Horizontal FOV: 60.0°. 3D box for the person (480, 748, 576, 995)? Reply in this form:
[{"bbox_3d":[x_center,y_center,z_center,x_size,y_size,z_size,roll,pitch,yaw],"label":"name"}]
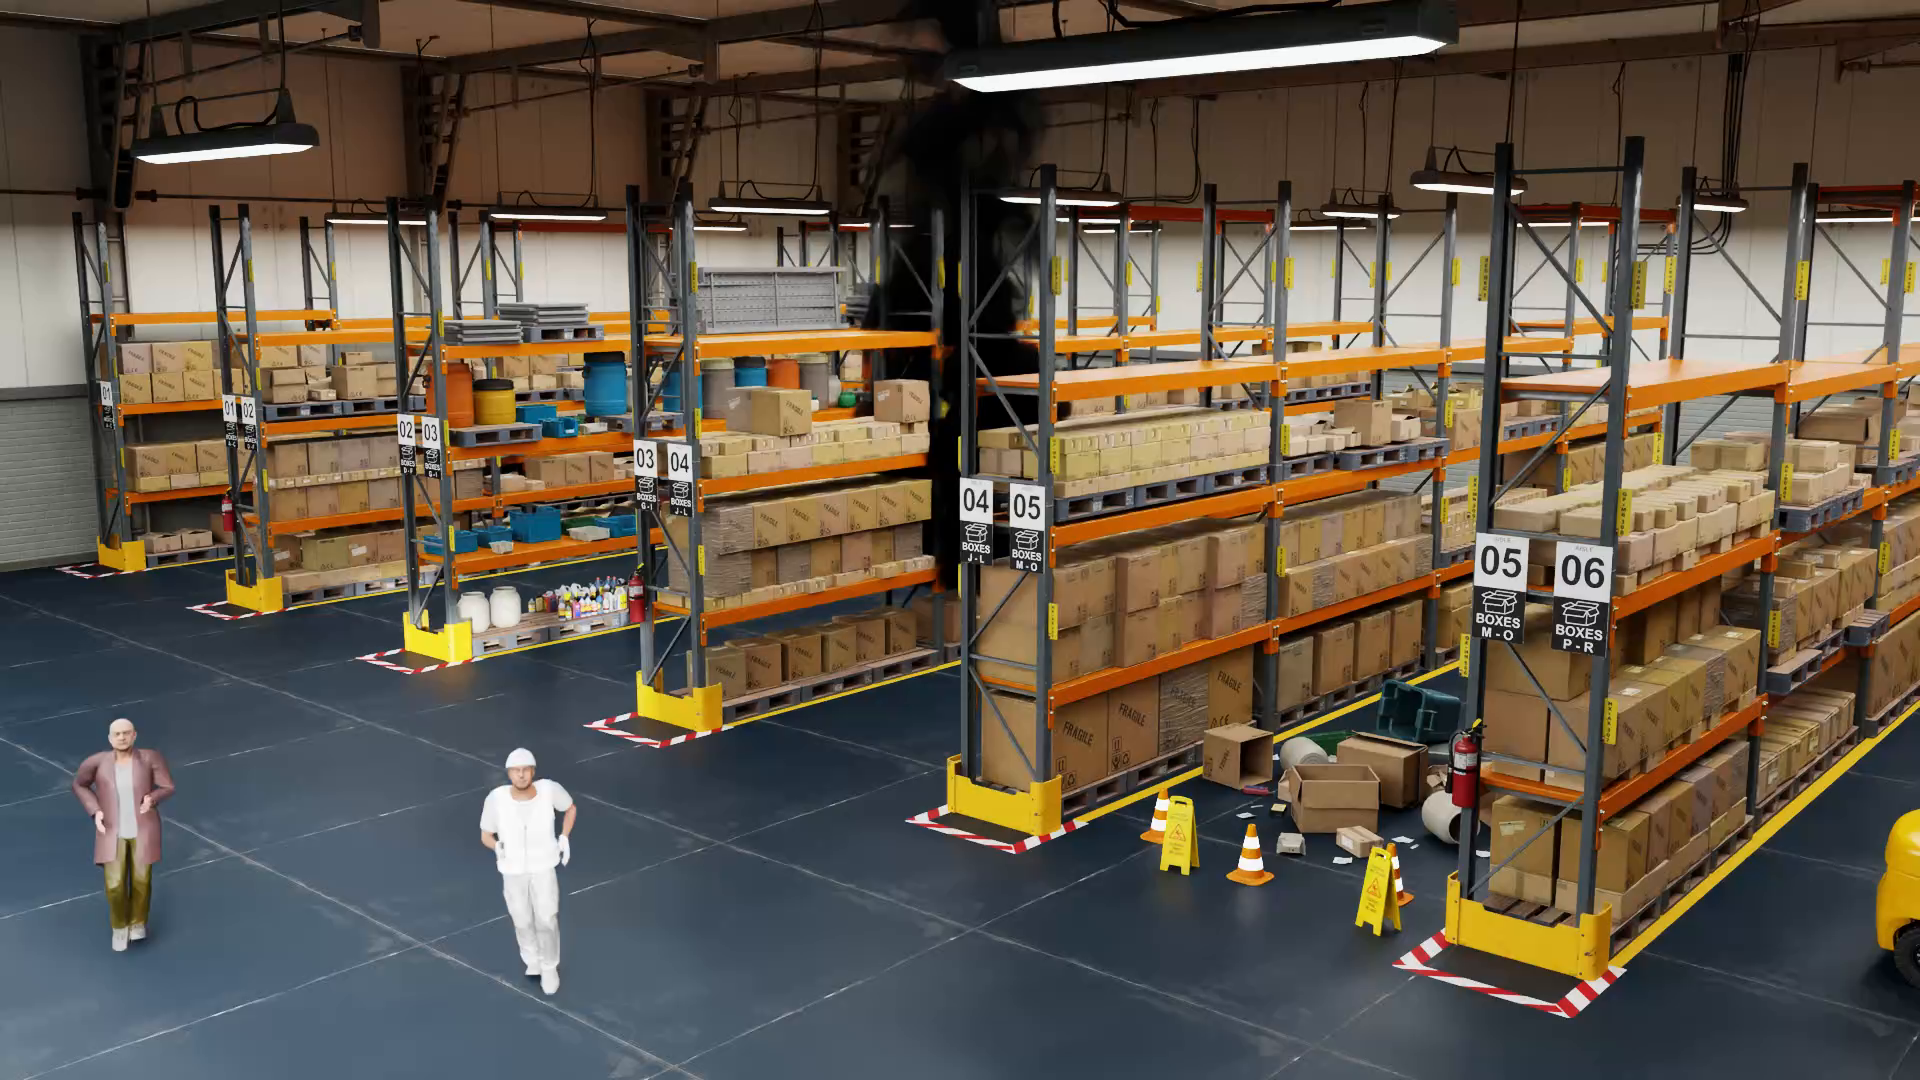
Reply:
[{"bbox_3d":[-3.061,2.360,11.810,0.653,1.802,0.720,-2,10,-9],"label":"person"}]

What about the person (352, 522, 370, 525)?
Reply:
[{"bbox_3d":[-10.196,-0.353,28.430,0.575,1.662,0.589,6,11,34],"label":"person"}]

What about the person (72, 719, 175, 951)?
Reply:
[{"bbox_3d":[-6.301,2.253,12.595,0.699,1.810,0.676,-5,11,-27],"label":"person"}]
